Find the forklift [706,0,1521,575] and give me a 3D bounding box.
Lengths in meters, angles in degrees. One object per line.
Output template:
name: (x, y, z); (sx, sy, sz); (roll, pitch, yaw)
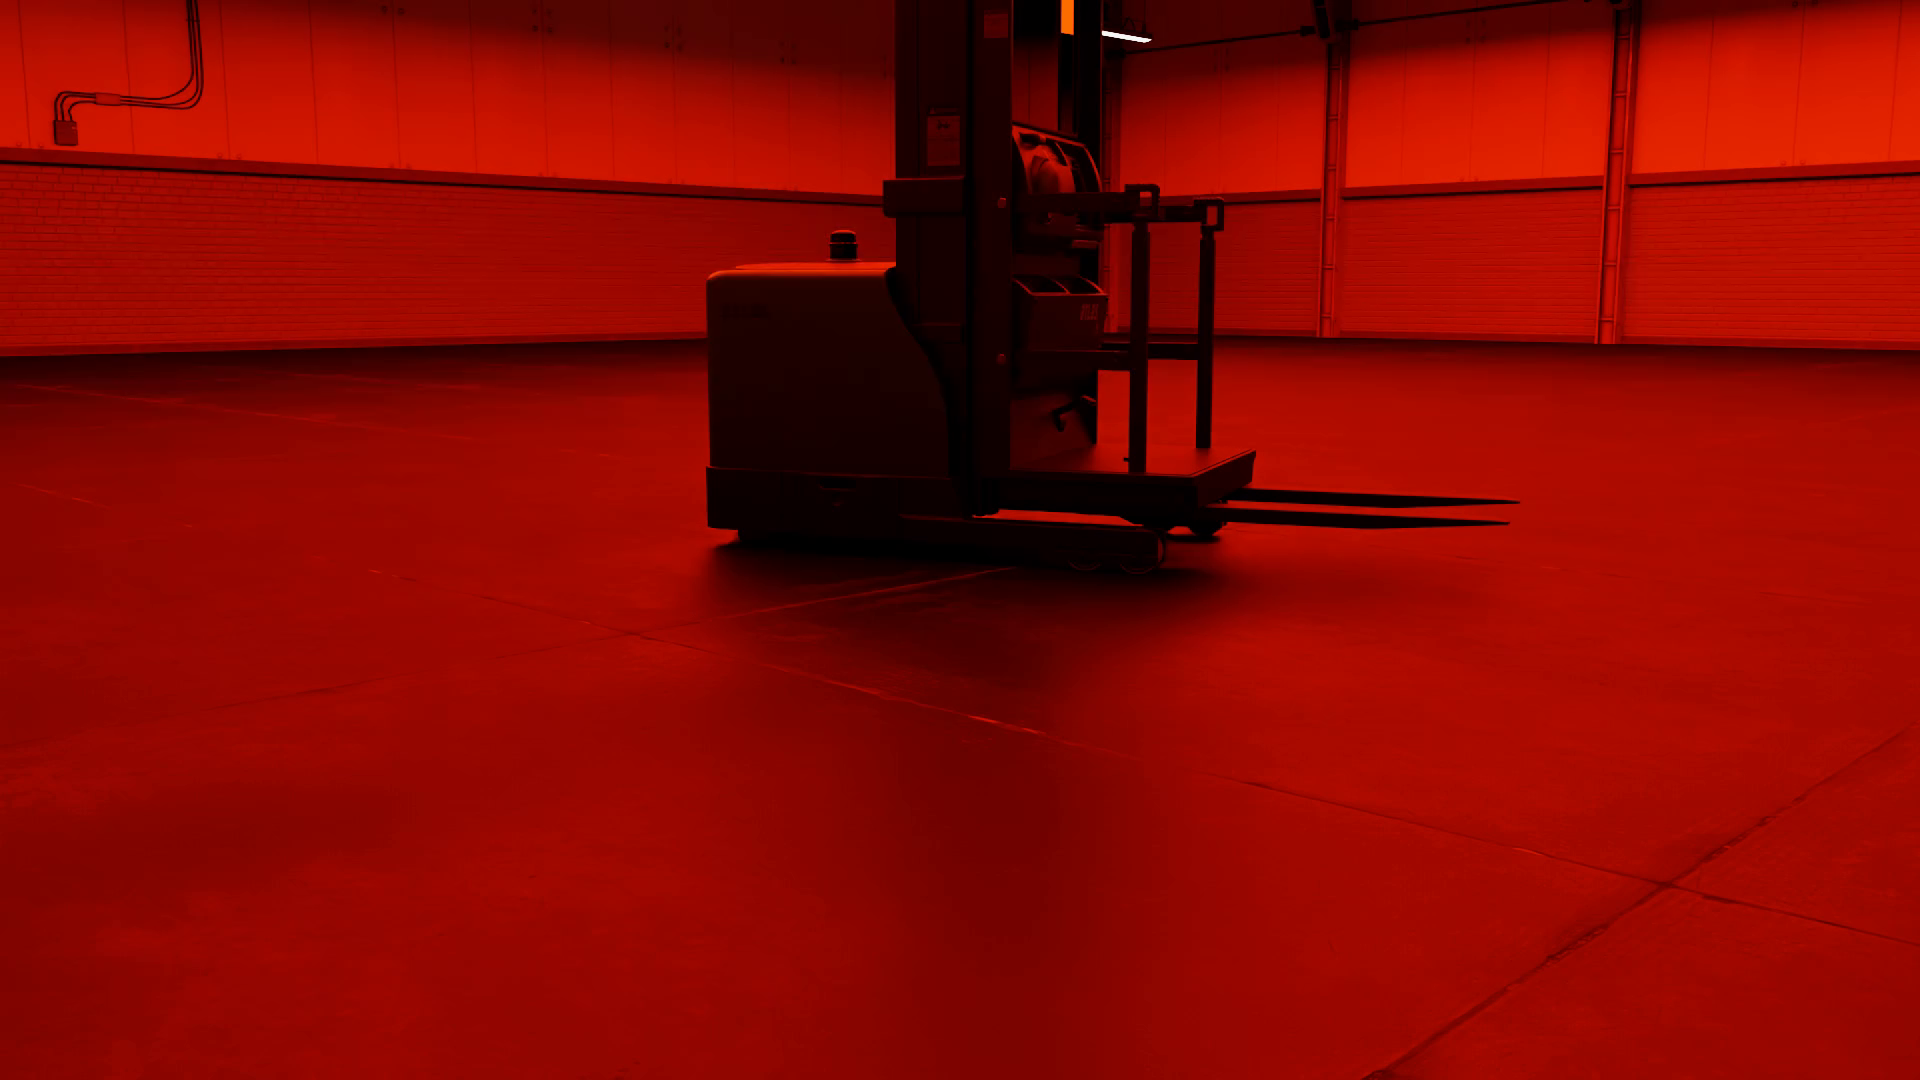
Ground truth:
forklift: (0.565, -1.416, 6.275); (3.031, 2.935, 1.130); (3, 9, 22)
